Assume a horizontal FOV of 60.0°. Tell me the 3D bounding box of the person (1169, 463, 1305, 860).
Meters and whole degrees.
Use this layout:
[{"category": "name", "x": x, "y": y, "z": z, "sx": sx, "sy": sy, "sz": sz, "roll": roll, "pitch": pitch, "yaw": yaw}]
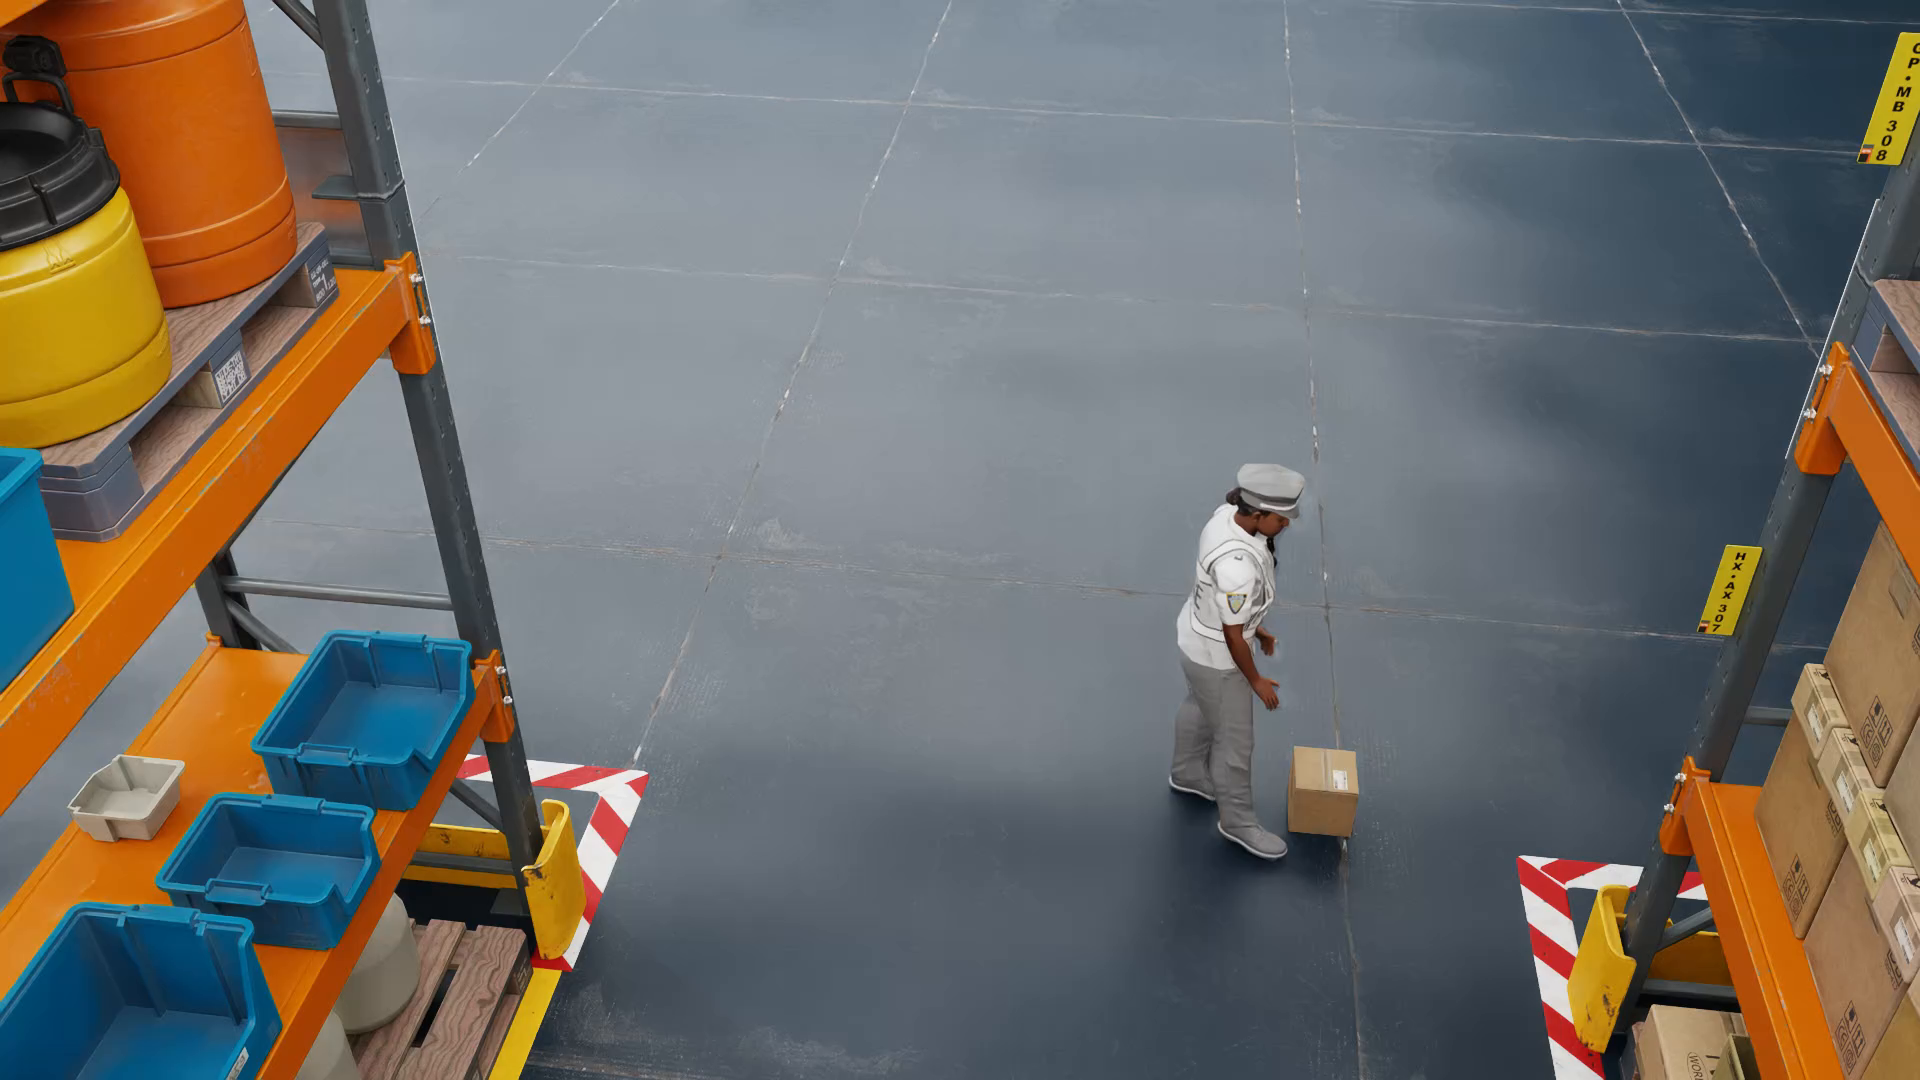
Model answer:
[{"category": "person", "x": 1.088, "y": 0.451, "z": 6.409, "sx": 0.525, "sy": 1.662, "sz": 0.506, "roll": 5, "pitch": 37, "yaw": 7}]
